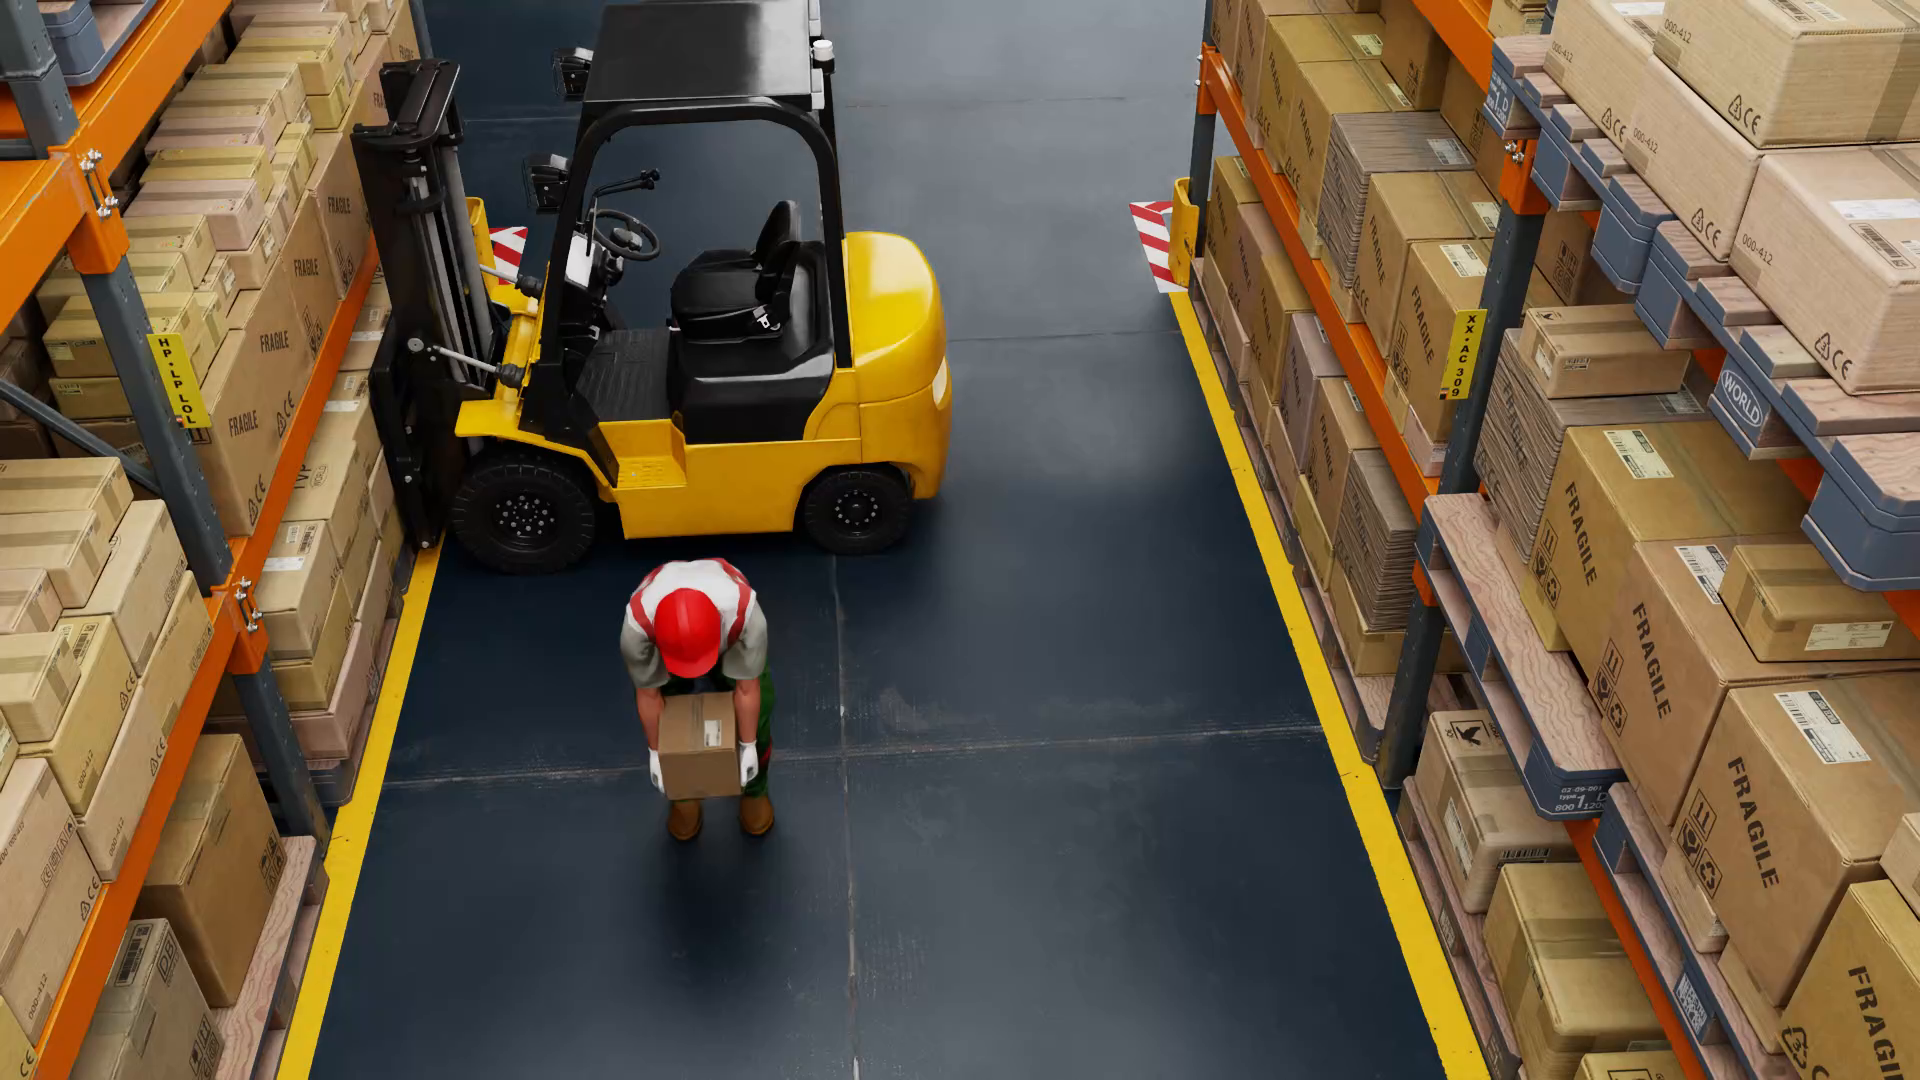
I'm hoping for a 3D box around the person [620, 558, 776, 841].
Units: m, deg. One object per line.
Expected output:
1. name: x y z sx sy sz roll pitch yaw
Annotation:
1. person: -0.879 0.562 5.680 0.492 1.478 0.851 -4 39 -5
